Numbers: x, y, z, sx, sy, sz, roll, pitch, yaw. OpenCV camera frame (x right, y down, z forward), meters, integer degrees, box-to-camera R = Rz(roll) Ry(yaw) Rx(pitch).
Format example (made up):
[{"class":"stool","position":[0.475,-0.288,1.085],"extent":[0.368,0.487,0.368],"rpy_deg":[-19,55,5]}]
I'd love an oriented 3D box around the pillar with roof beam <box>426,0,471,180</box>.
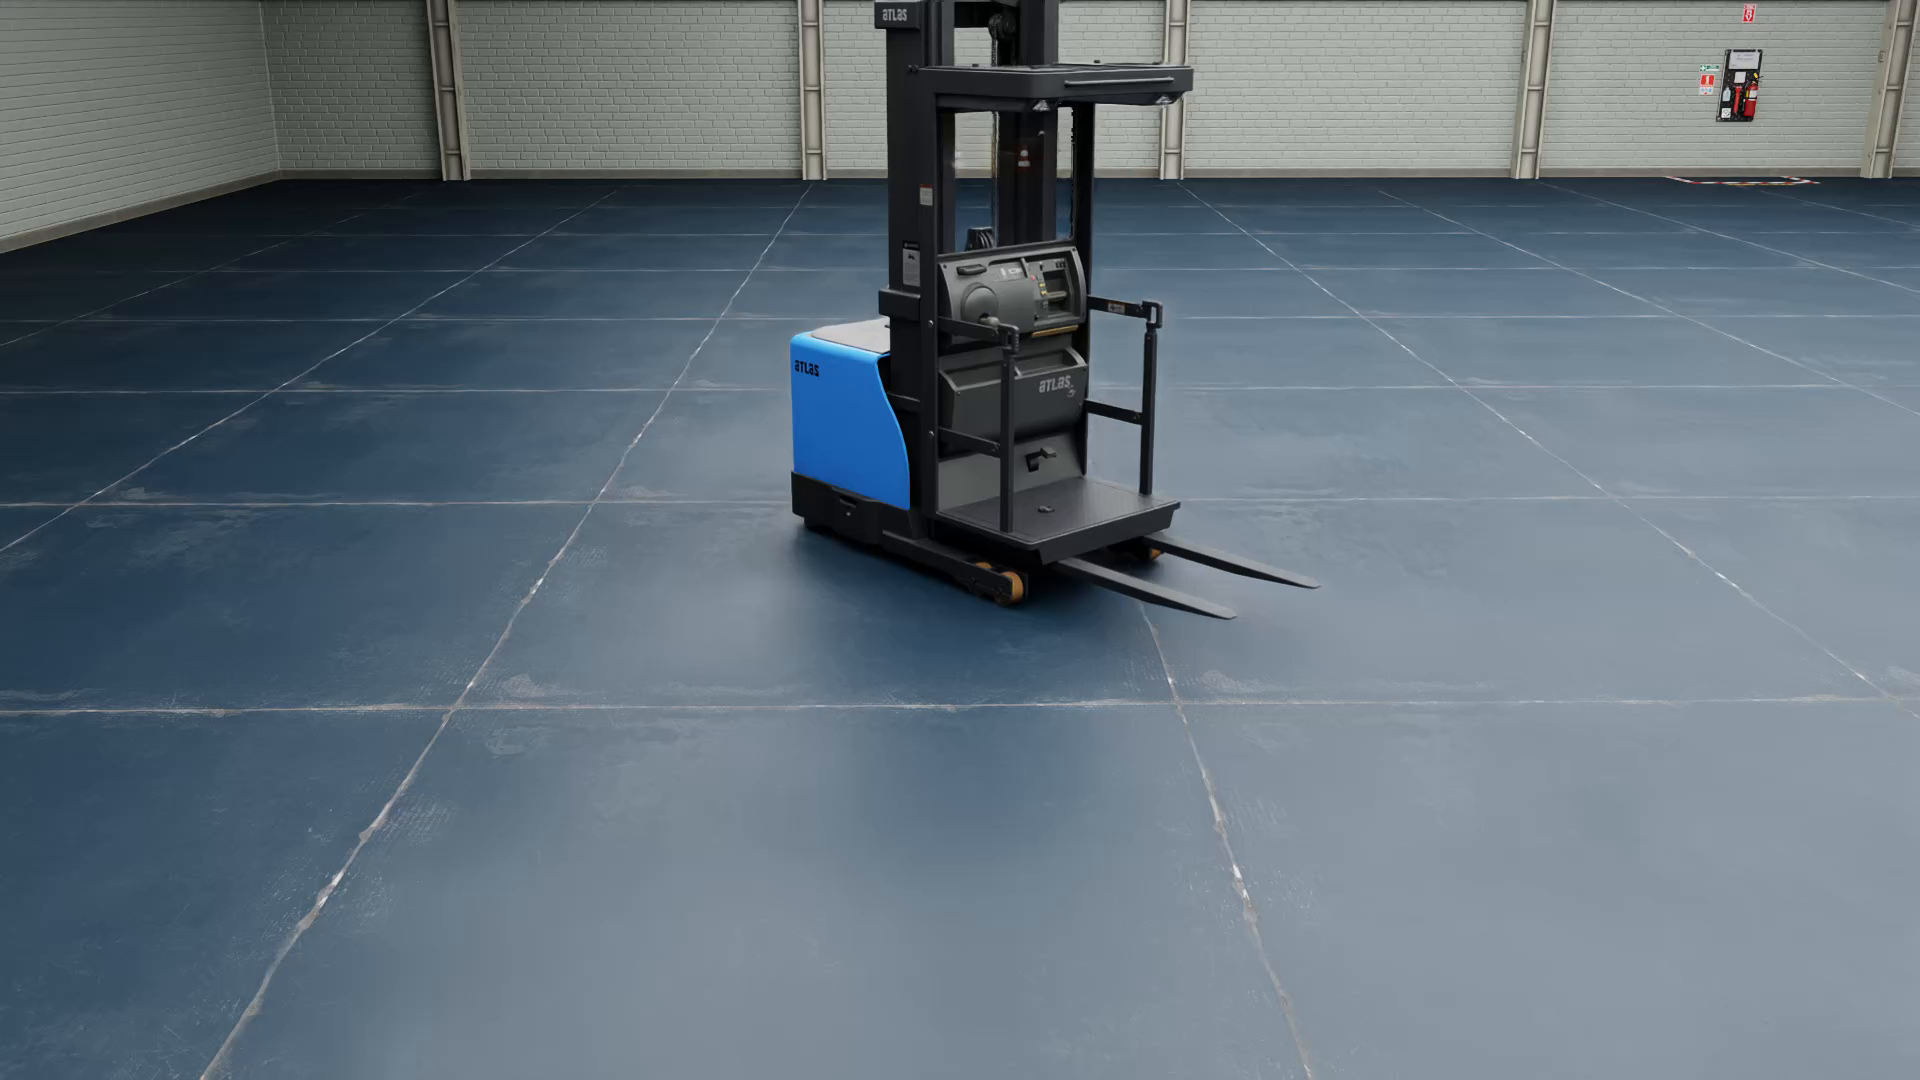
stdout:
[{"class":"pillar with roof beam","position":[-8.372,-9.020,22.435],"extent":[0.400,9.000,9.100],"rpy_deg":[0,18,-1]}]

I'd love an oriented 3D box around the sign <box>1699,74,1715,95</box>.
[{"class":"sign","position":[12.531,-7.640,27.894],"extent":[0.234,0.329,0.001],"rpy_deg":[0,18,-1]}]

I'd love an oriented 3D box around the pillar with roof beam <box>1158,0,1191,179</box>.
[{"class":"pillar with roof beam","position":[3.626,-9.078,22.615],"extent":[0.400,9.000,9.100],"rpy_deg":[0,18,-1]}]

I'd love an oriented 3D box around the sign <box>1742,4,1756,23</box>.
[{"class":"sign","position":[13.076,-8.728,27.550],"extent":[0.199,0.298,0.001],"rpy_deg":[0,18,-1]}]

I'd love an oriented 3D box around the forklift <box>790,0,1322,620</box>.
[{"class":"forklift","position":[0.415,-1.253,8.155],"extent":[1.130,2.935,3.031],"rpy_deg":[-15,23,-39]}]

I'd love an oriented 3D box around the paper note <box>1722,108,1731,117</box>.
[{"class":"paper note","position":[12.907,-7.195,28.007],"extent":[0.142,0.148,0.016],"rpy_deg":[0,18,-1]}]

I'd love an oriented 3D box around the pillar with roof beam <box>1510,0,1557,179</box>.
[{"class":"pillar with roof beam","position":[9.625,-9.107,22.705],"extent":[0.400,9.000,9.100],"rpy_deg":[0,18,-1]}]

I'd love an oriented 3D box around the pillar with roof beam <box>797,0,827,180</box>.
[{"class":"pillar with roof beam","position":[-2.373,-9.049,22.525],"extent":[0.400,9.000,9.100],"rpy_deg":[0,18,-1]}]

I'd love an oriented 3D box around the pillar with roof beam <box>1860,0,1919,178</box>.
[{"class":"pillar with roof beam","position":[15.625,-9.136,22.795],"extent":[0.400,9.000,9.100],"rpy_deg":[0,18,-1]}]

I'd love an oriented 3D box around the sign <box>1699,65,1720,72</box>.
[{"class":"sign","position":[12.535,-7.889,27.805],"extent":[0.331,0.109,0.001],"rpy_deg":[0,18,-1]}]

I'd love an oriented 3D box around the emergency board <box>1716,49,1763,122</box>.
[{"class":"emergency board","position":[13.085,-7.594,27.810],"extent":[0.643,1.169,0.194],"rpy_deg":[0,18,-1]}]
